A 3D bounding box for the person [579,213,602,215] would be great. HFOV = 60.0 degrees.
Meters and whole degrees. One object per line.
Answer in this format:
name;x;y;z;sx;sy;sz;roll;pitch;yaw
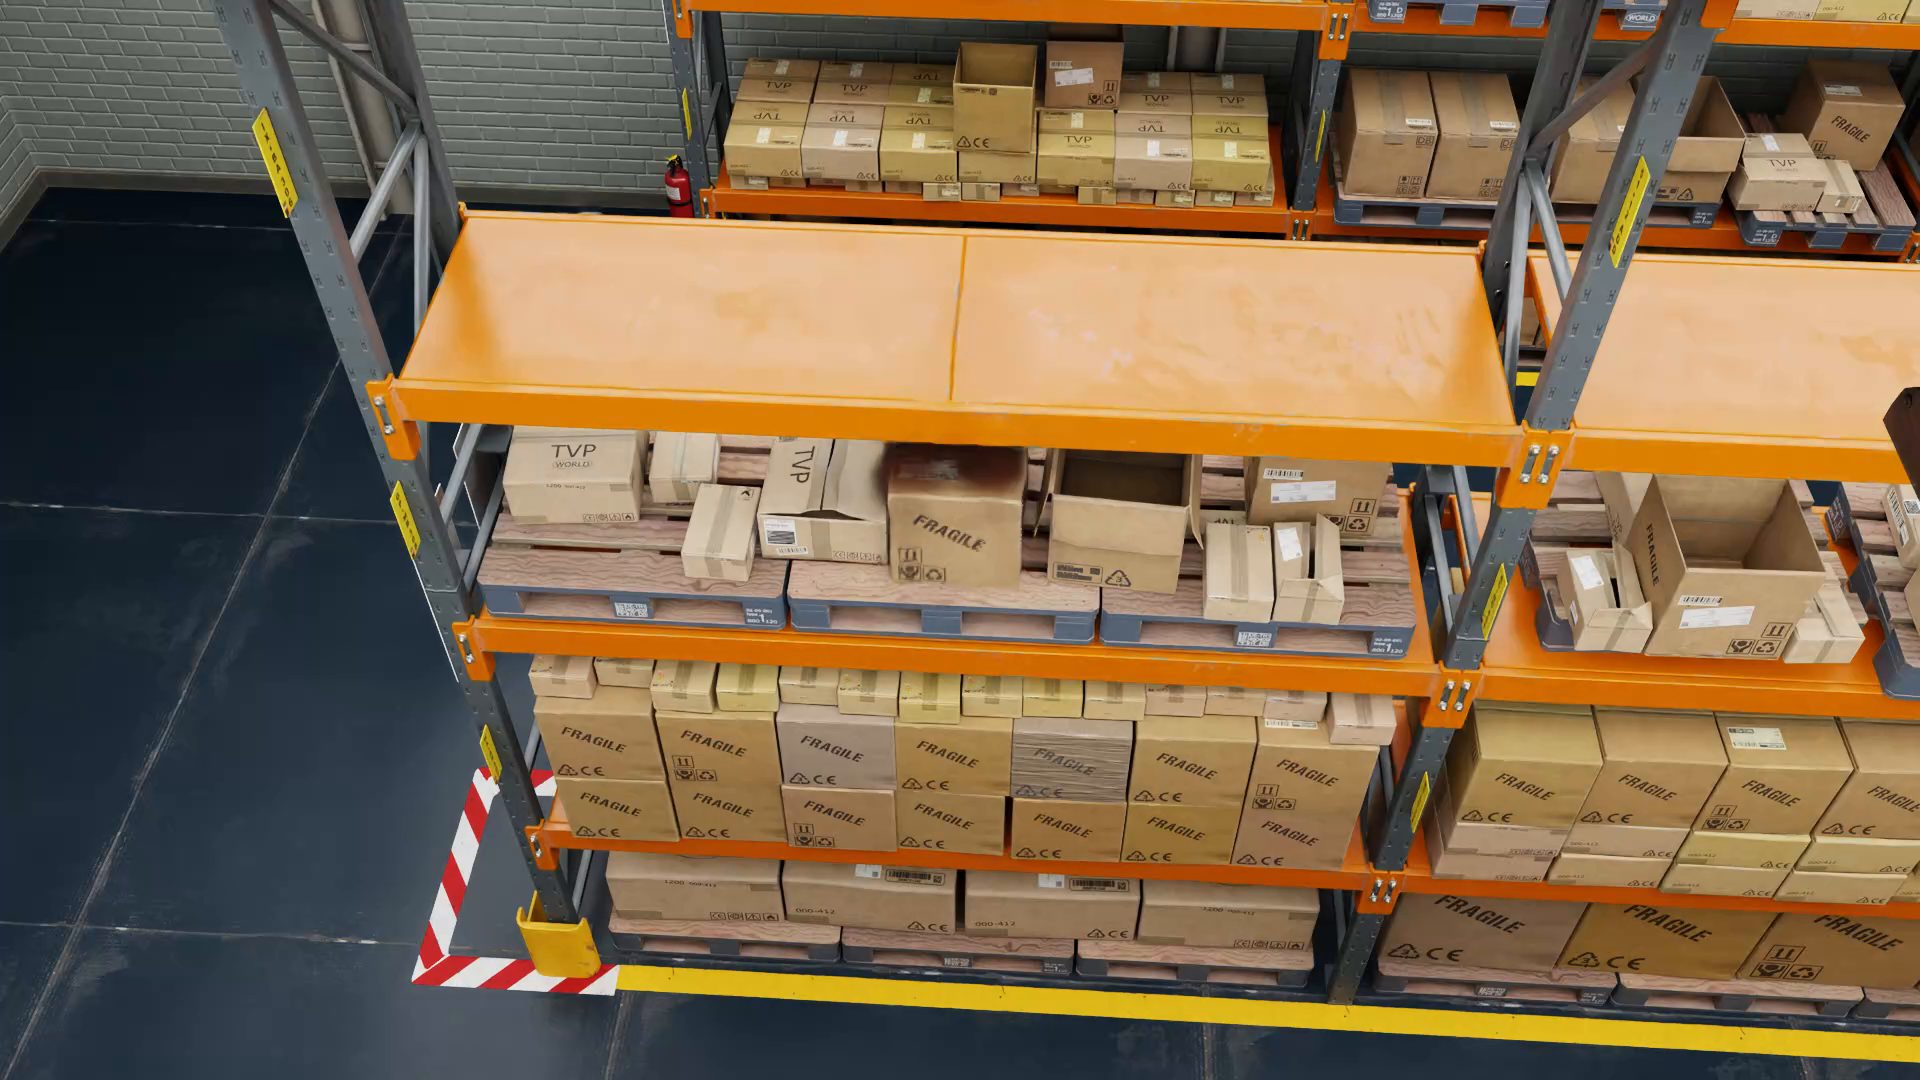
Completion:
person;-2.234;-1.371;10.646;0.498;1.665;0.462;-35;57;-27
